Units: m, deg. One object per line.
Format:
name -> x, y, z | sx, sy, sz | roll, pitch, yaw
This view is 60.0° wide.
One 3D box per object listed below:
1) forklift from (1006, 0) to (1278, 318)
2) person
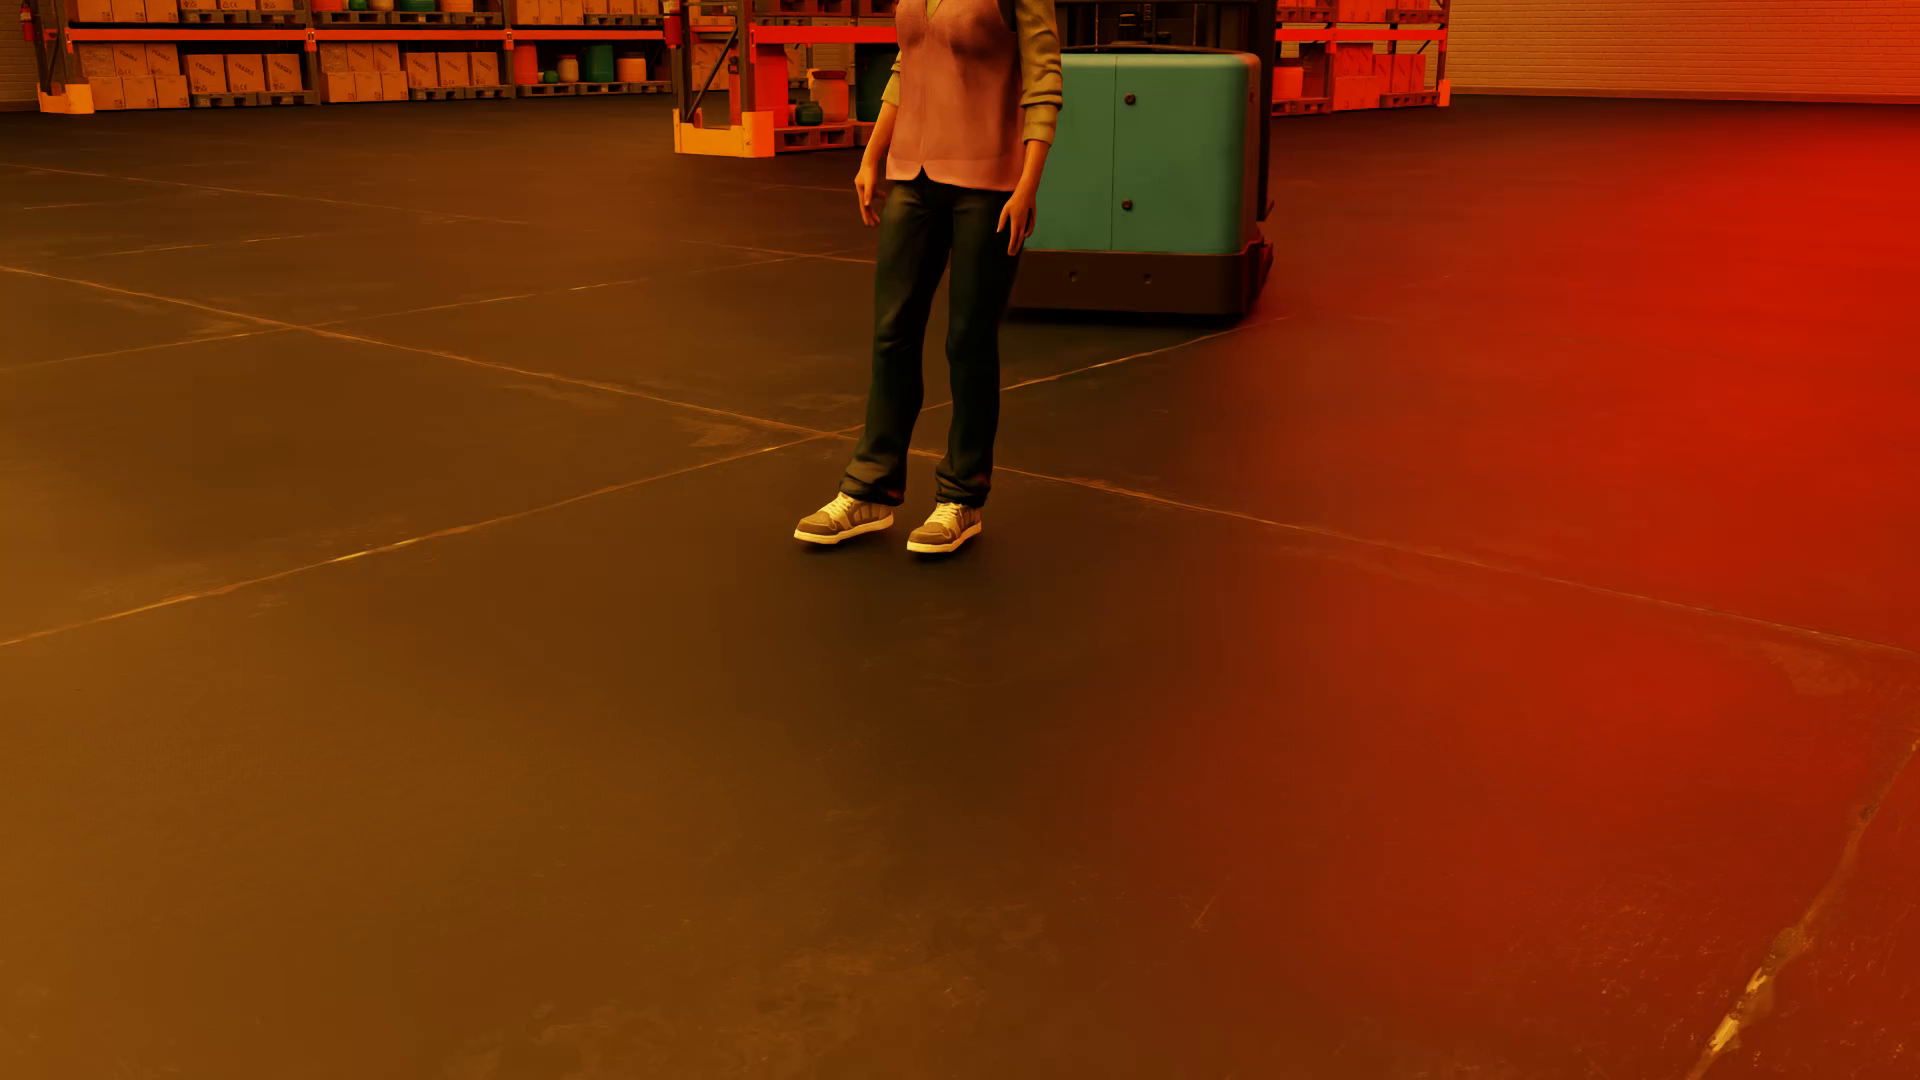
forklift -> 0.953, -2.692, 7.762 | 1.130, 2.935, 3.031 | 4, 17, 13
person -> -0.058, -0.757, 3.661 | 0.520, 1.599, 0.473 | 13, 21, 37
